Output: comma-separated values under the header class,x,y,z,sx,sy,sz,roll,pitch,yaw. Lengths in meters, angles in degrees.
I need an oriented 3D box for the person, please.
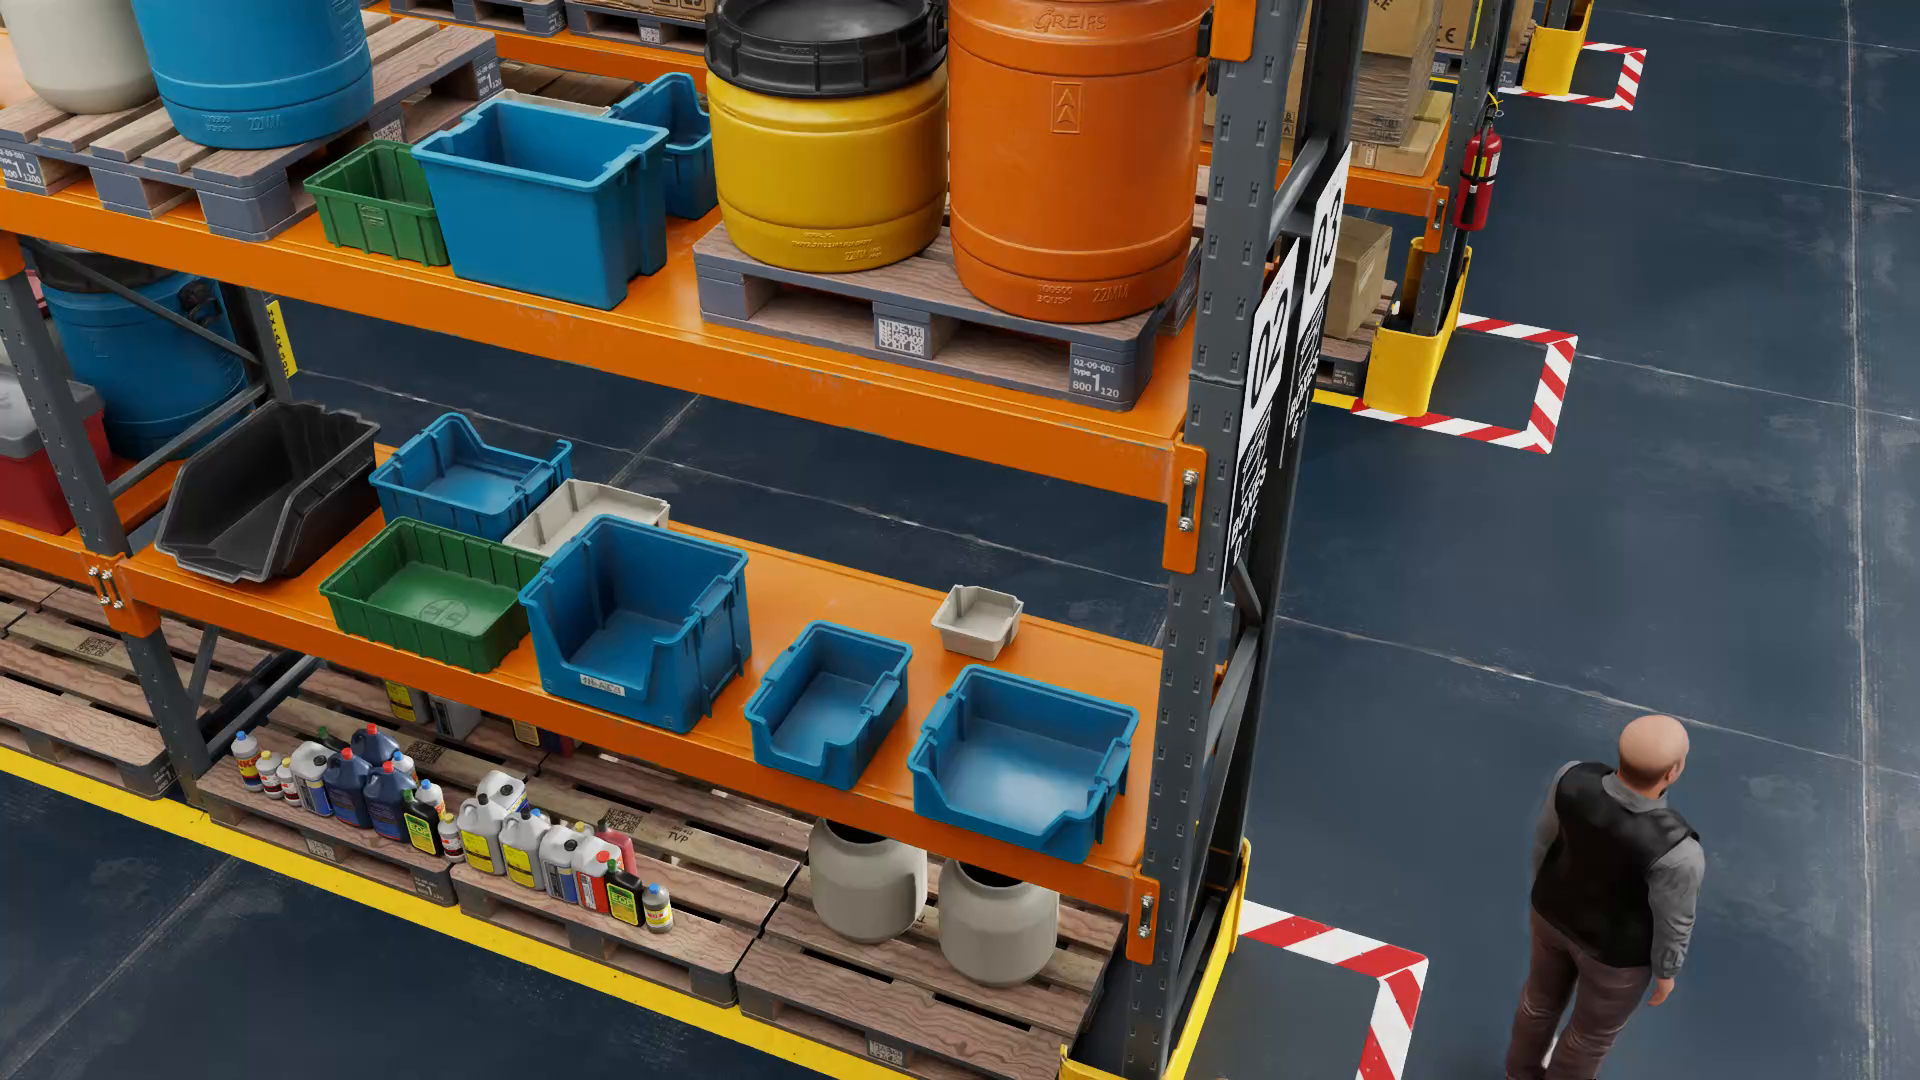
class,x,y,z,sx,sy,sz,roll,pitch,yaw
person,2.011,1.209,5.218,0.369,1.723,0.561,-23,43,-27
